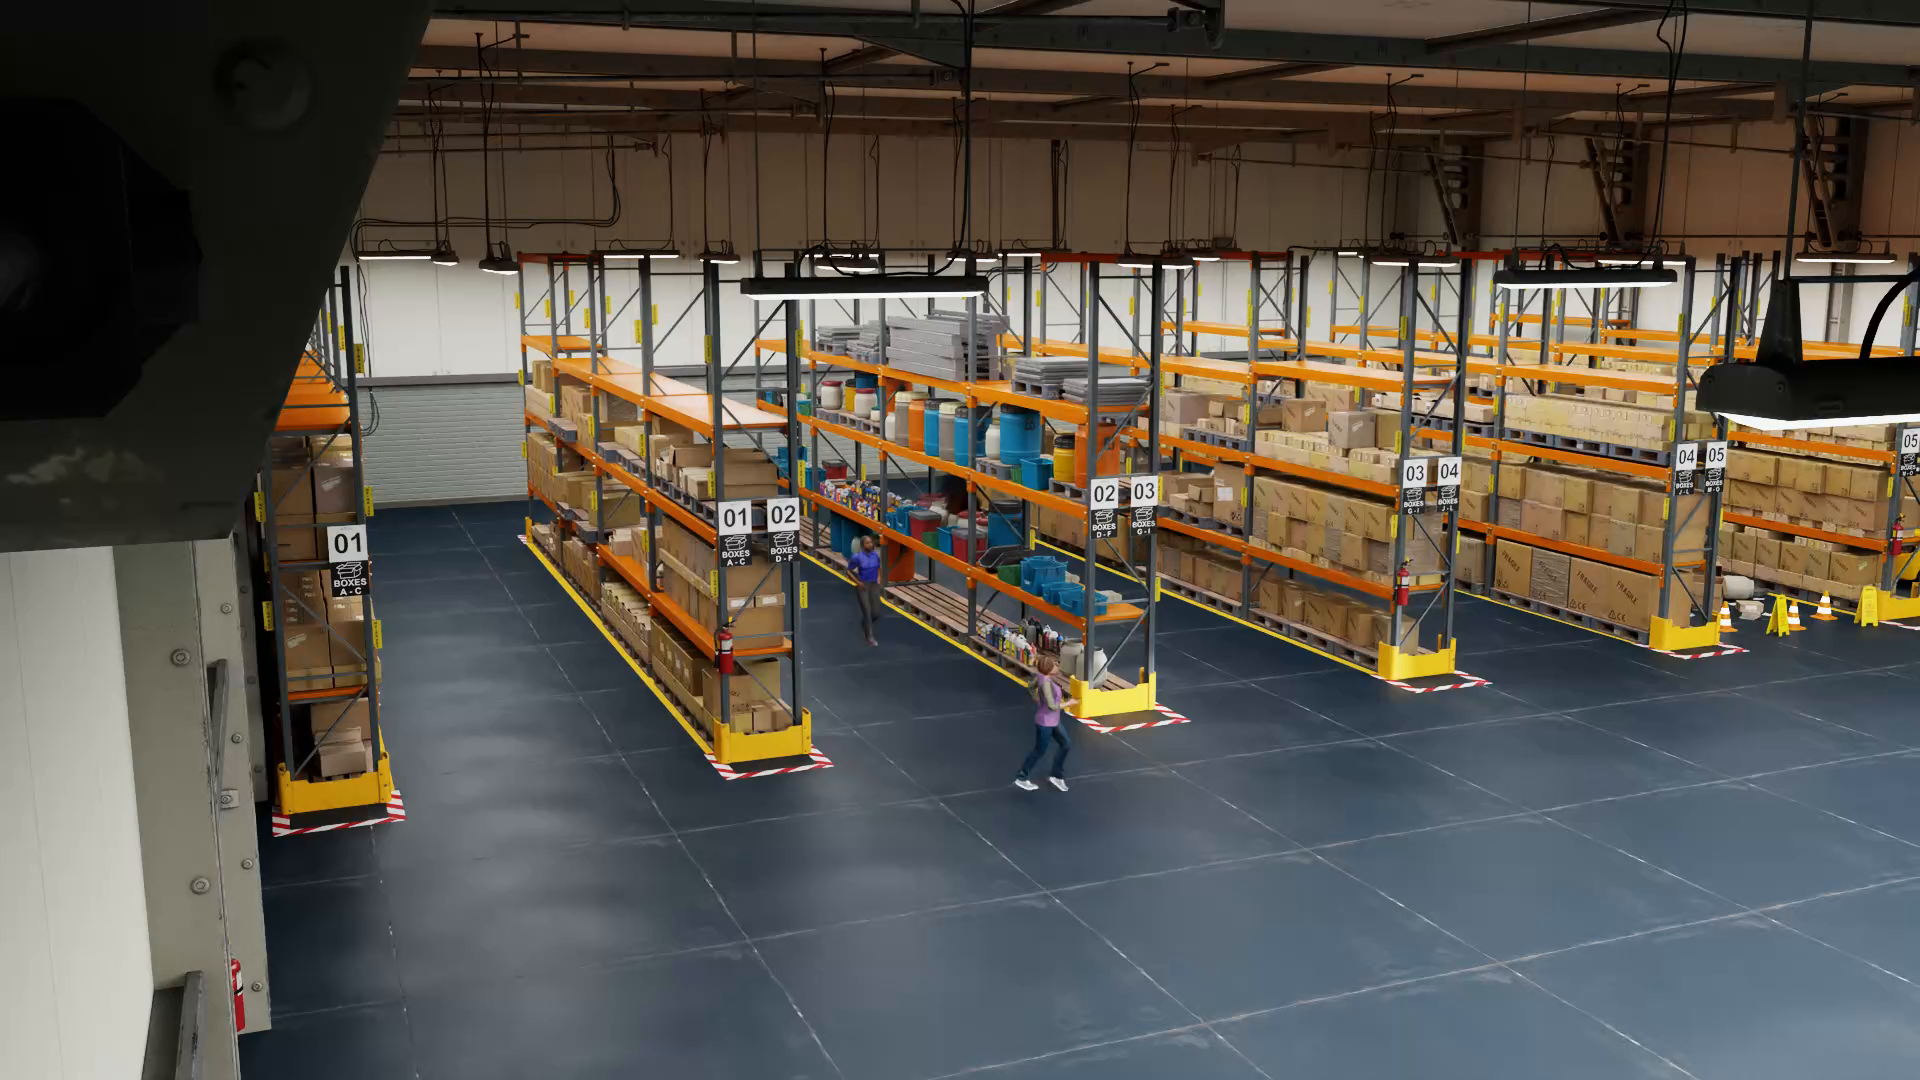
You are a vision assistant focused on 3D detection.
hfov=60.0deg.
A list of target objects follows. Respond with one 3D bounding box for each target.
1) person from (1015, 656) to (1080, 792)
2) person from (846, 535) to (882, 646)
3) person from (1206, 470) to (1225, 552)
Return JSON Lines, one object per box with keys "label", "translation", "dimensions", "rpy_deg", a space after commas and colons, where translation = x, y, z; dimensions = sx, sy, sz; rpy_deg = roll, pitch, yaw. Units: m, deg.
{"label": "person", "translation": [1.002, 2.117, 19.007], "dimensions": [0.727, 1.638, 0.507], "rpy_deg": [2, 10, 9]}
{"label": "person", "translation": [-1.412, 0.740, 24.876], "dimensions": [0.587, 1.641, 0.549], "rpy_deg": [-7, 12, -32]}
{"label": "person", "translation": [5.055, -0.485, 32.756], "dimensions": [0.659, 1.827, 0.716], "rpy_deg": [-5, 11, -24]}
